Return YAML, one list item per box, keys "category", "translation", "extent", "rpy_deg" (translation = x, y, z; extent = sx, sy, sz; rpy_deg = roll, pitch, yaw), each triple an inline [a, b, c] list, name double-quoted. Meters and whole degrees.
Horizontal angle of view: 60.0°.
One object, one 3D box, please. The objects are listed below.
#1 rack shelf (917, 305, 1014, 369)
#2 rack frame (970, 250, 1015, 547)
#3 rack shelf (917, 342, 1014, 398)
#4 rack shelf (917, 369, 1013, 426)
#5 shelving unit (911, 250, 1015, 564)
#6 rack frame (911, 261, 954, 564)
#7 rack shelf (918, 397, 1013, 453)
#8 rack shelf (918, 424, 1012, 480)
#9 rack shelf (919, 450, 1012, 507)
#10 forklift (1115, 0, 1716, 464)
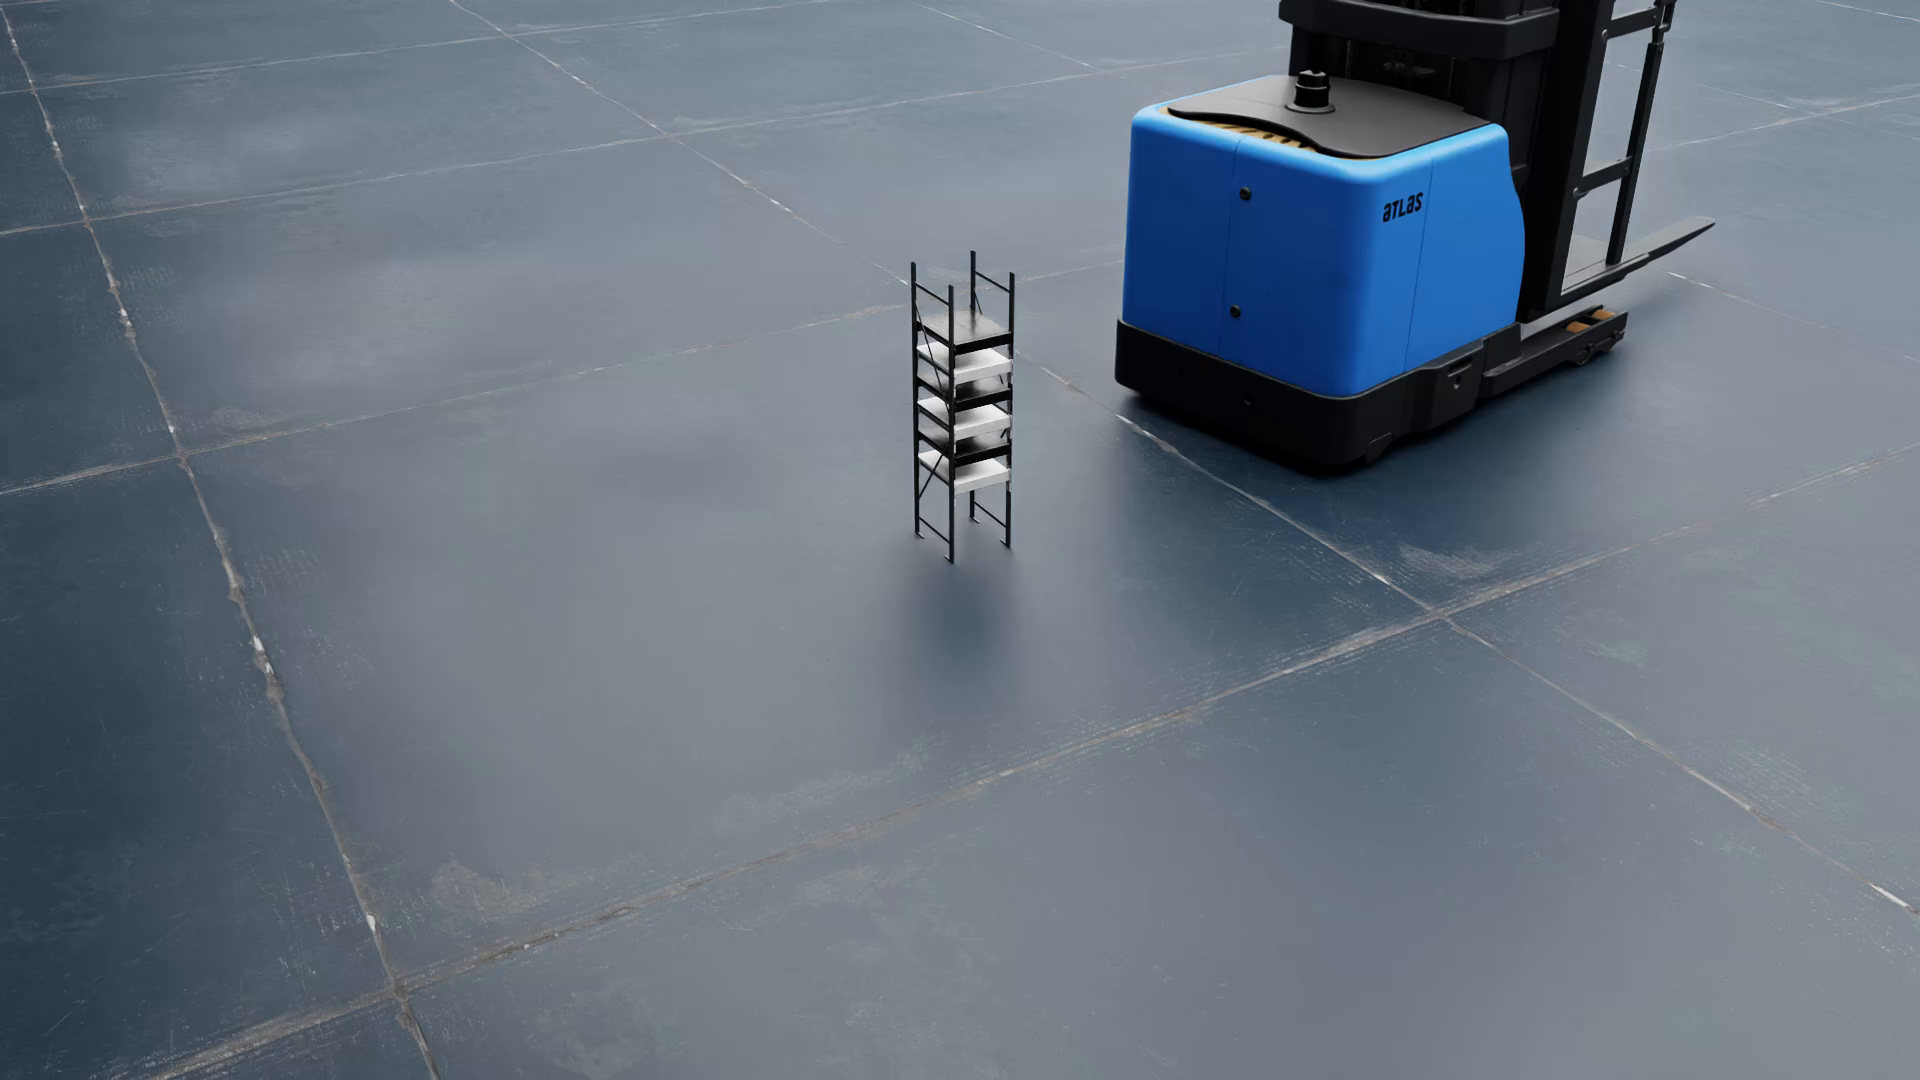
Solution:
- category: "rack shelf"
  translation: [0.007, -0.603, 4.922]
  extent: [0.200, 0.077, 0.258]
  rpy_deg: [-16, 33, -26]
- category: "rack frame"
  translation: [0.095, -0.421, 5.081]
  extent: [0.006, 0.900, 0.240]
  rpy_deg: [-16, 33, -26]
- category: "rack shelf"
  translation: [0.007, -0.524, 4.965]
  extent: [0.200, 0.077, 0.258]
  rpy_deg: [-16, 33, -26]
- category: "rack shelf"
  translation: [0.007, -0.446, 5.009]
  extent: [0.200, 0.077, 0.258]
  rpy_deg: [-16, 33, -26]
- category: "shelving unit"
  translation: [0.007, -0.396, 5.036]
  extent: [0.210, 0.900, 0.258]
  rpy_deg: [-16, 33, -26]
- category: "rack frame"
  translation: [-0.081, -0.371, 4.991]
  extent: [0.006, 0.900, 0.240]
  rpy_deg: [-16, 33, -26]
- category: "rack shelf"
  translation: [0.007, -0.367, 5.052]
  extent: [0.200, 0.077, 0.258]
  rpy_deg: [-16, 33, -26]
- category: "rack shelf"
  translation: [0.007, -0.288, 5.096]
  extent: [0.200, 0.077, 0.258]
  rpy_deg: [-16, 33, -26]
- category: "rack shelf"
  translation: [0.007, -0.209, 5.139]
  extent: [0.200, 0.077, 0.258]
  rpy_deg: [-16, 33, -26]
- category: "forklift"
  translation: [2.004, -2.131, 6.078]
  extent: [3.031, 2.935, 1.130]
  rpy_deg: [-24, 37, -36]
